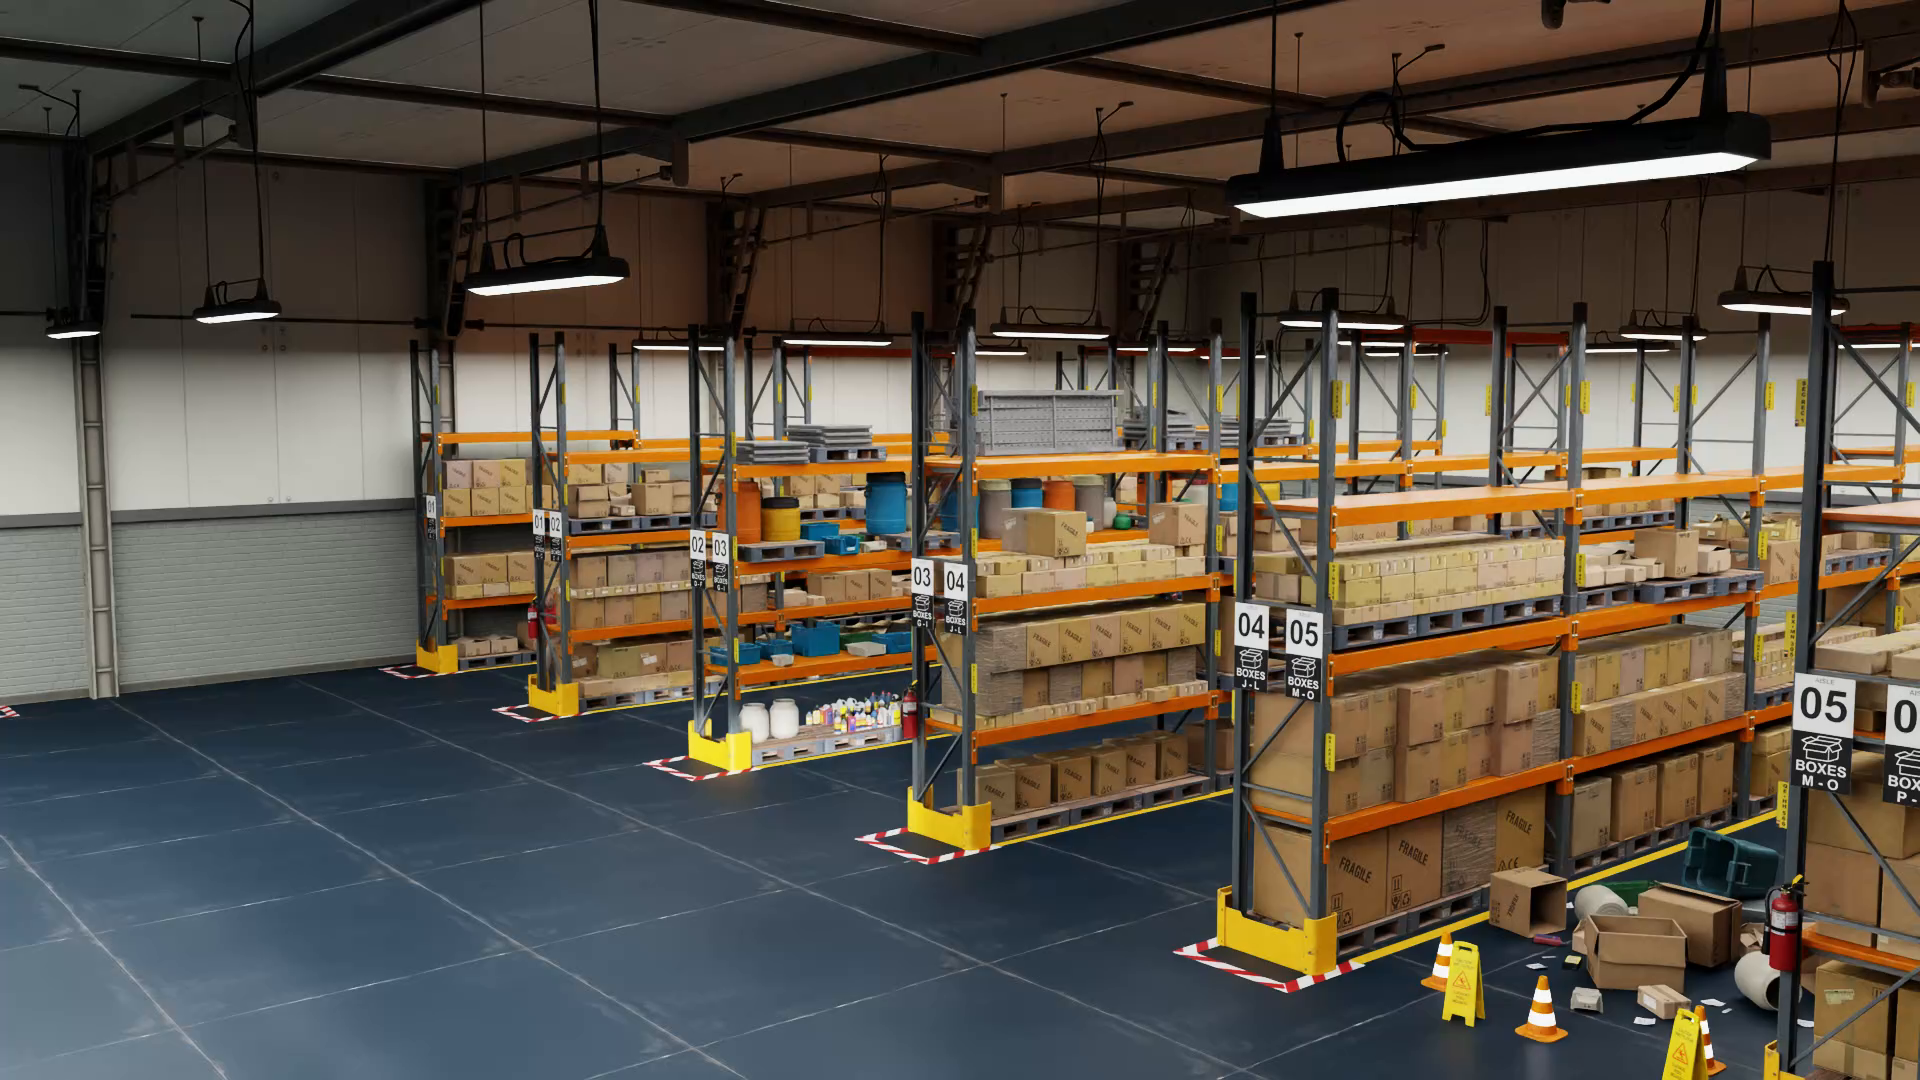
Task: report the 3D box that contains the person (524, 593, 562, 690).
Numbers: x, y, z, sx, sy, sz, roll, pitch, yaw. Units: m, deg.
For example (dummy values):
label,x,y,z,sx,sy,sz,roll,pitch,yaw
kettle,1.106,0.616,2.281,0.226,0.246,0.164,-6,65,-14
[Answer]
label,x,y,z,sx,sy,sz,roll,pitch,yaw
person,-7.007,1.720,28.215,0.514,1.646,1.117,3,6,33
